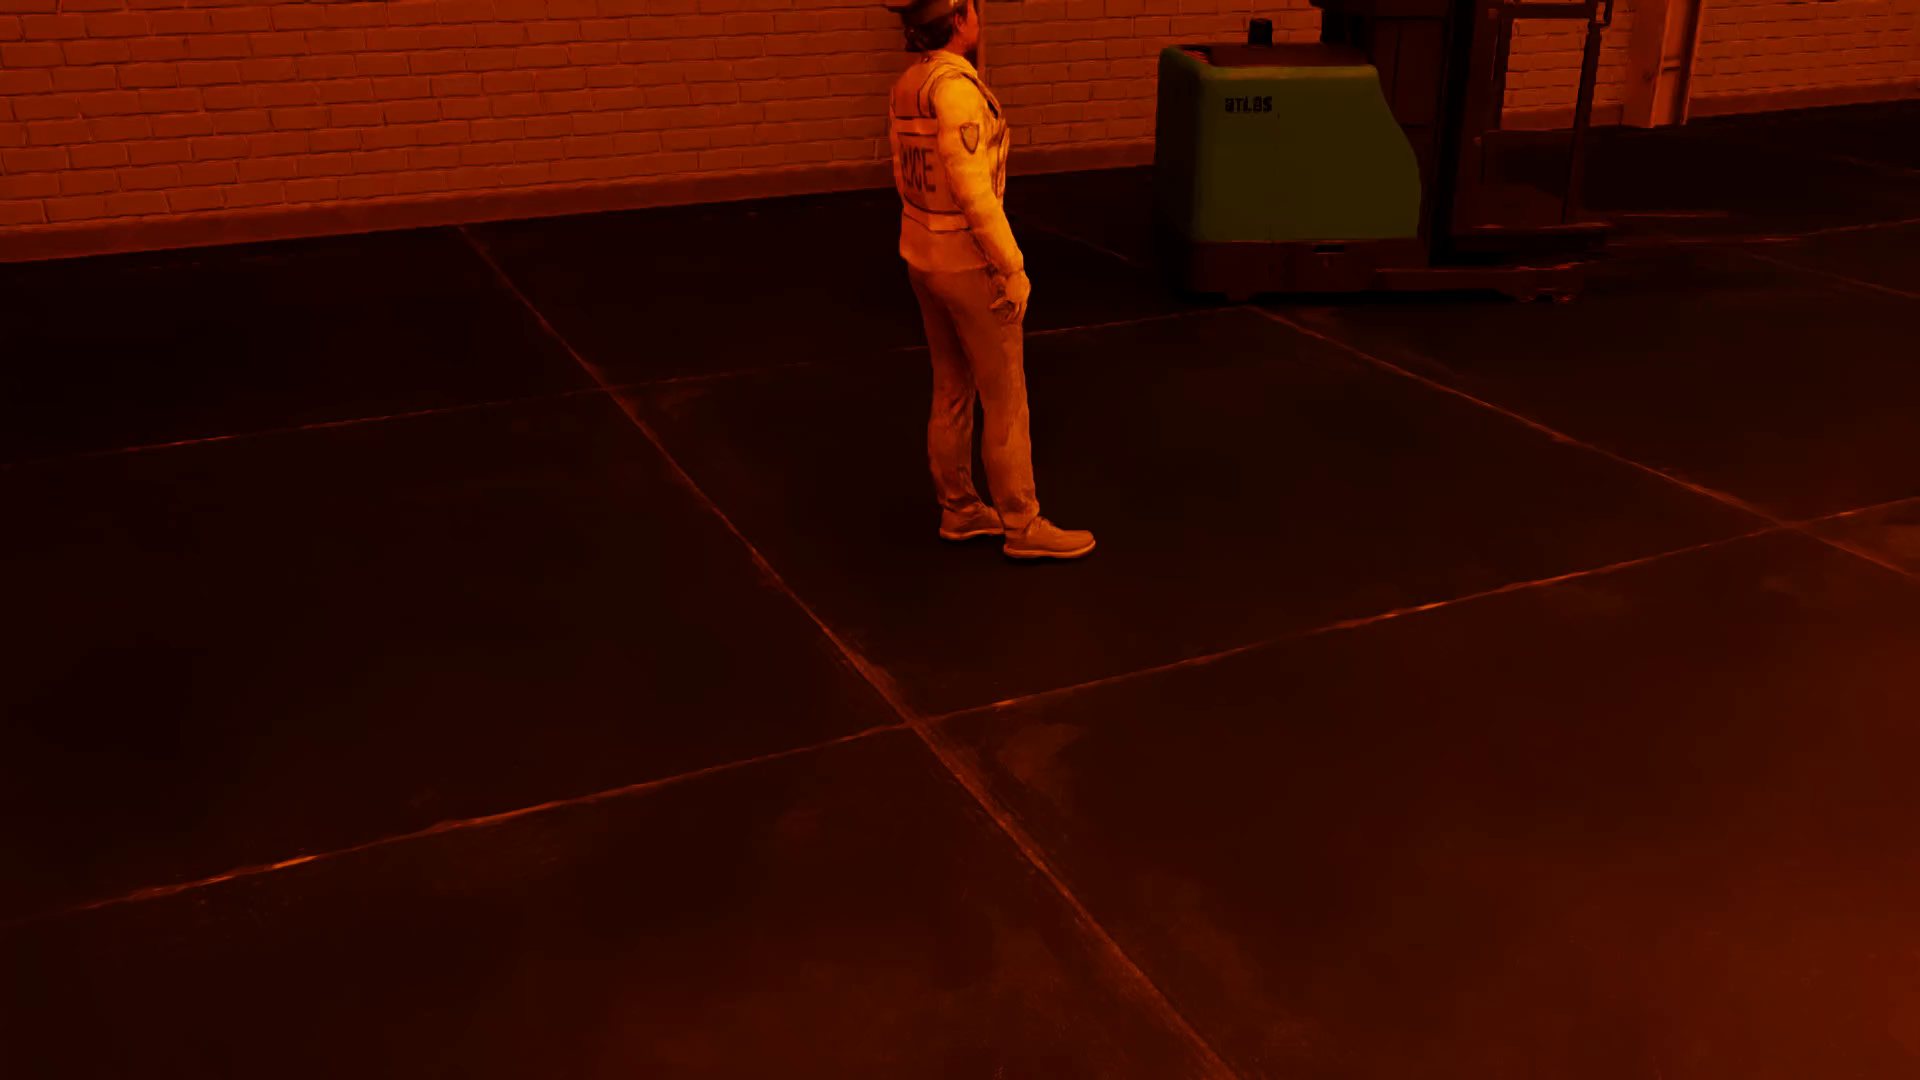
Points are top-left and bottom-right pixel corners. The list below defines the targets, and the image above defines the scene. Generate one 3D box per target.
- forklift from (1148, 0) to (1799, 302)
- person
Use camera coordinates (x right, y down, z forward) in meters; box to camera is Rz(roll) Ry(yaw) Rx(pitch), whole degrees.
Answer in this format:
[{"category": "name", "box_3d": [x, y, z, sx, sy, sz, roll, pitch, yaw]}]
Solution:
[{"category": "forklift", "box_3d": [2.509, -2.671, 7.715, 3.031, 2.935, 1.130, -2, 23, -5]}, {"category": "person", "box_3d": [0.064, -0.798, 4.799, 0.532, 1.695, 0.586, -10, 25, -23]}]
